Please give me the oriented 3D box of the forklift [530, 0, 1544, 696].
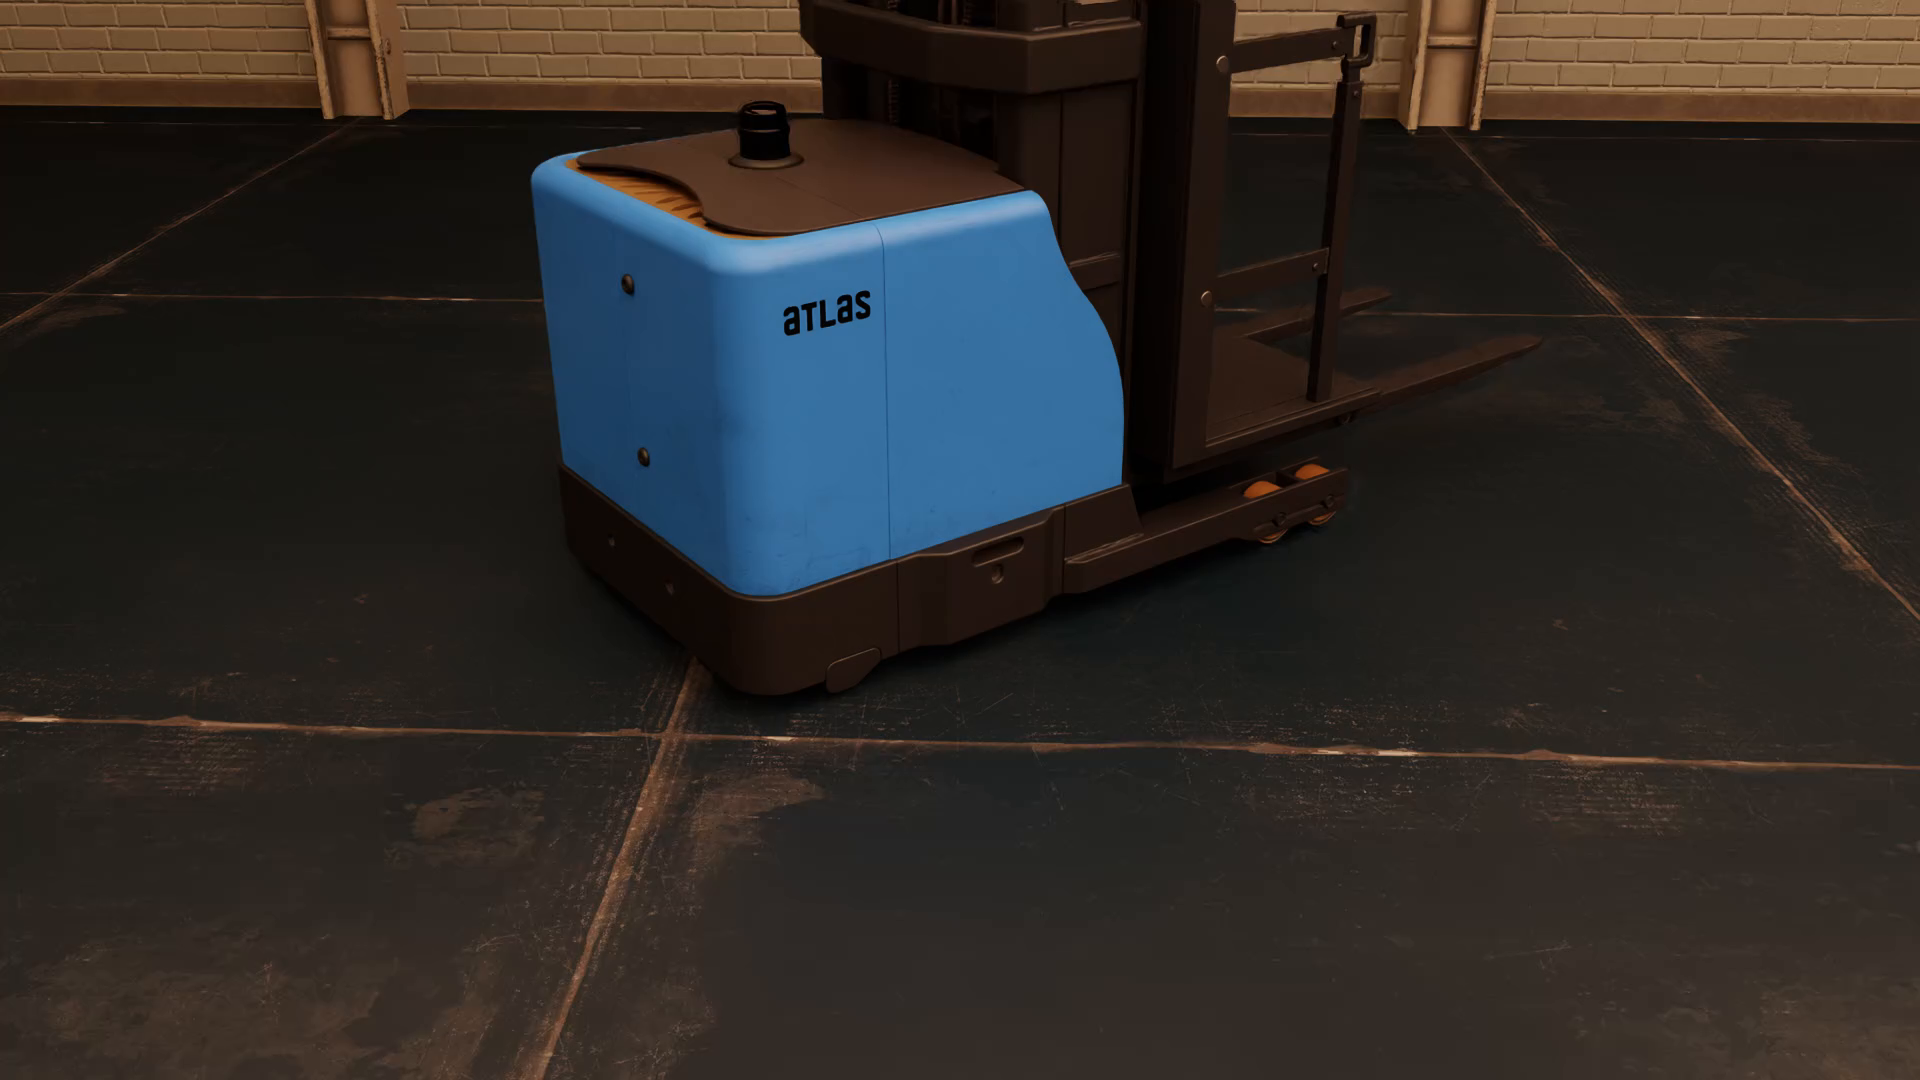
[{"bbox_3d":[0.455,-1.473,4.195,3.031,2.935,1.130,-18,32,-32],"label":"forklift"}]
